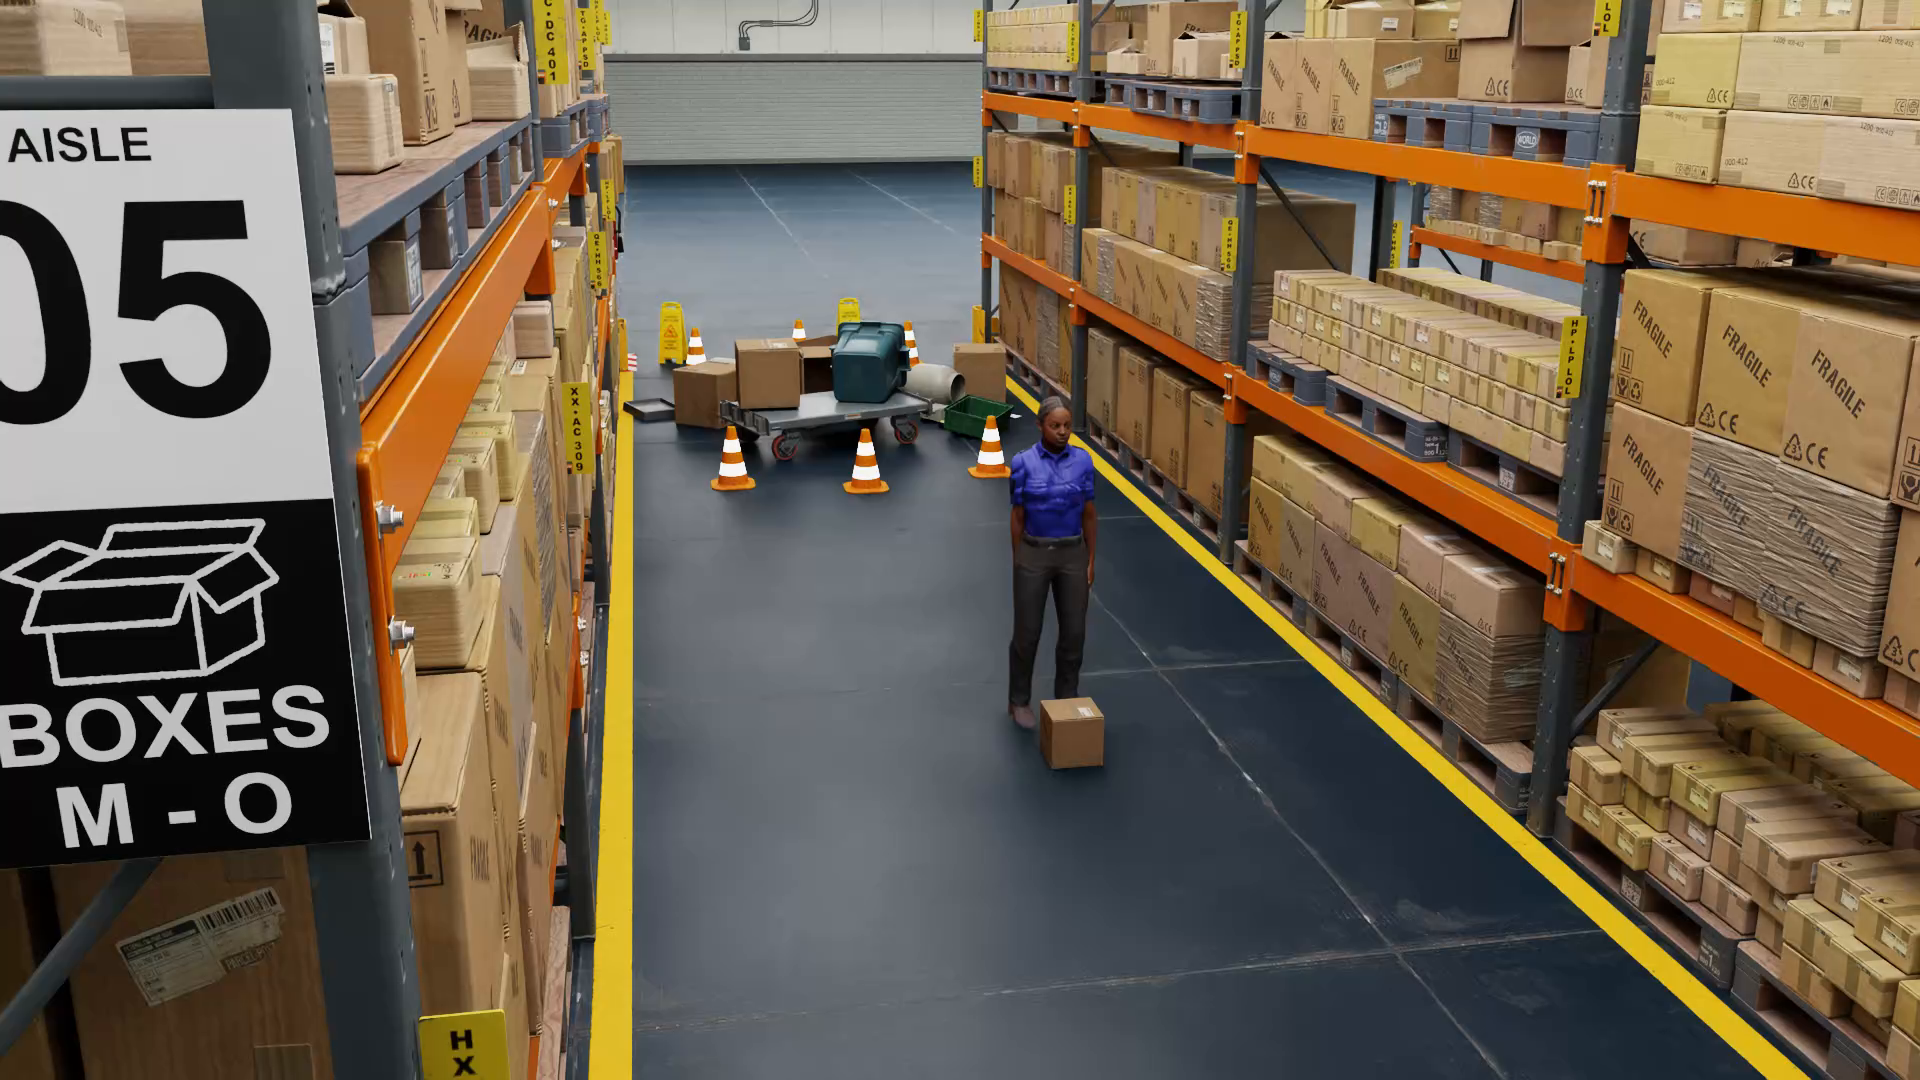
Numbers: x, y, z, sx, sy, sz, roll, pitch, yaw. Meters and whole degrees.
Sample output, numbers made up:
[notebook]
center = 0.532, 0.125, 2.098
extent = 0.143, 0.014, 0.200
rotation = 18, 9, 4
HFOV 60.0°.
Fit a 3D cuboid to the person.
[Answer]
[person]
center = 0.461, 0.119, 8.190
extent = 0.436, 1.677, 0.309
rotation = -3, 17, -9
